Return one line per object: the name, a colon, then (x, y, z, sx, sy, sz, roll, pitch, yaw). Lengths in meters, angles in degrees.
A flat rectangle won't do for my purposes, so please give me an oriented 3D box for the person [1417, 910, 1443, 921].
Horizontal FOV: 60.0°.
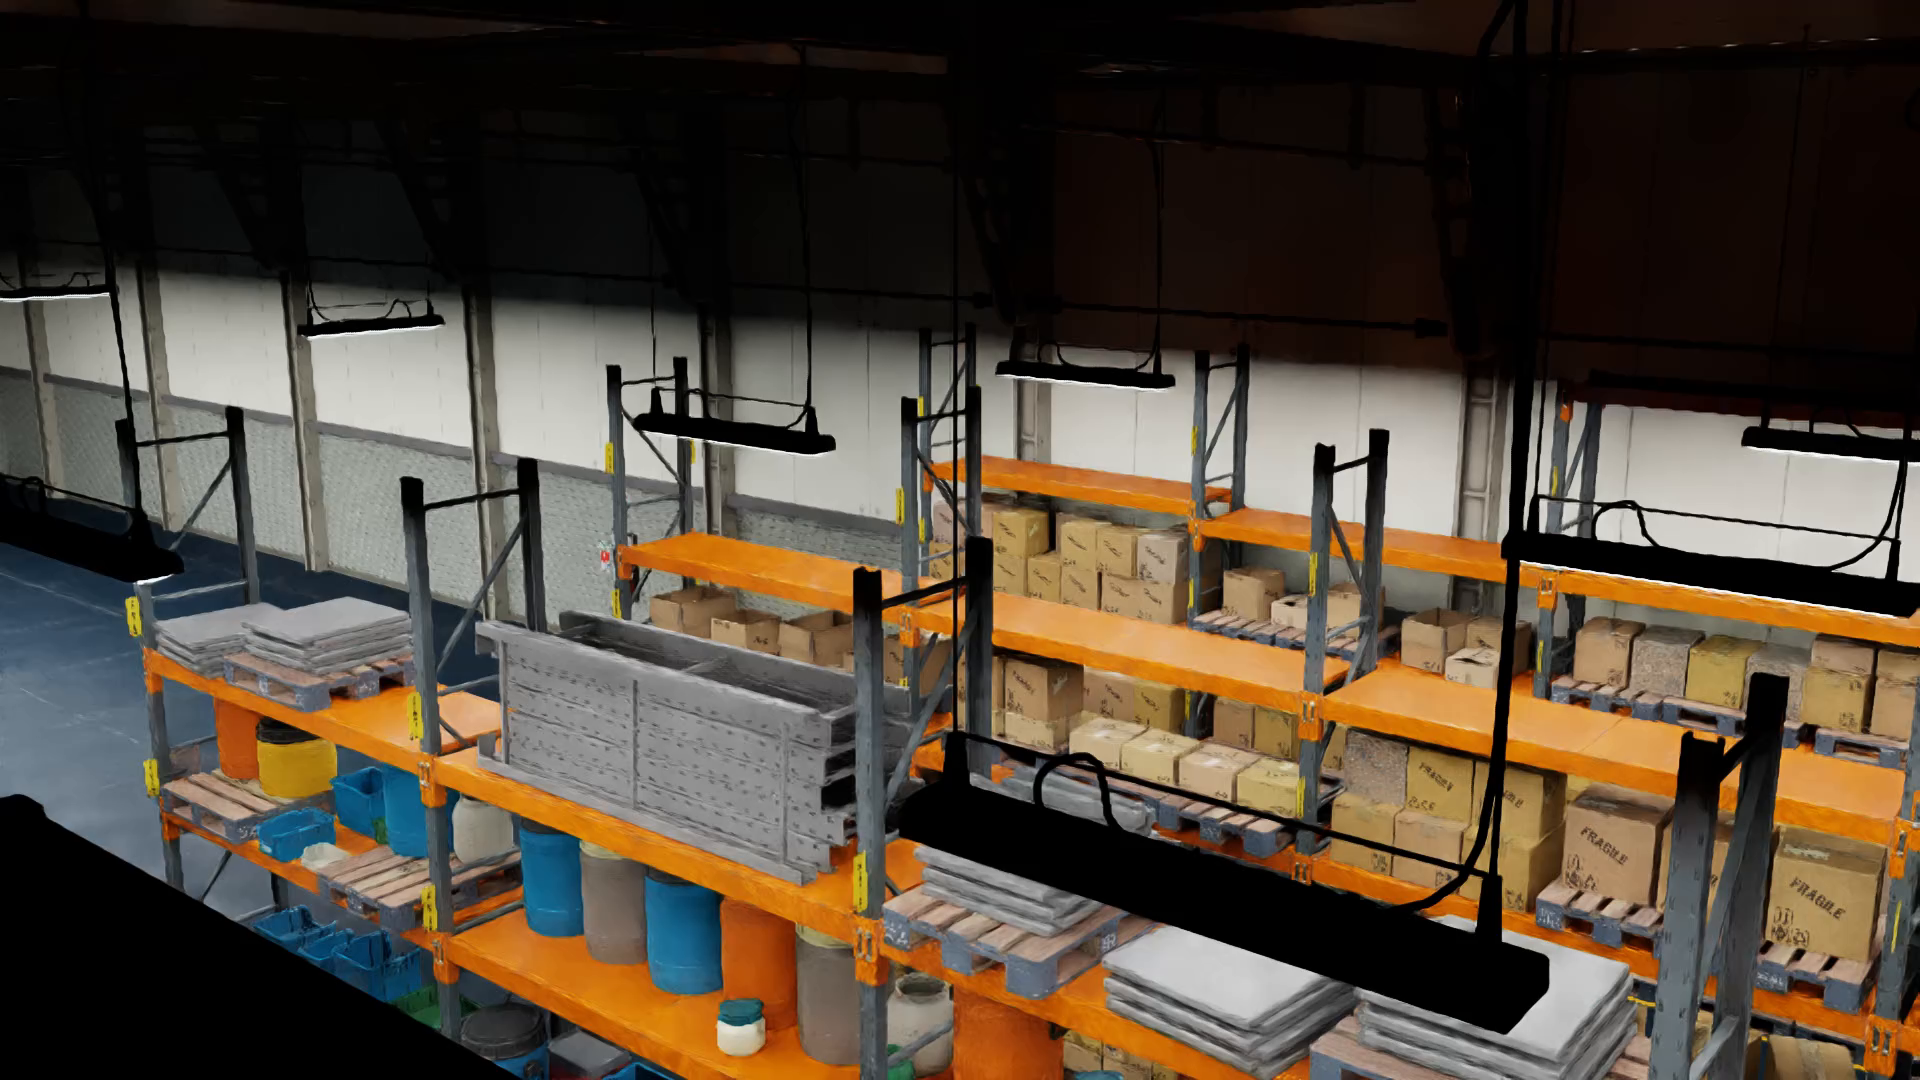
person: (4.249, 3.951, 14.836, 0.552, 1.742, 0.677, 10, 16, 36)
